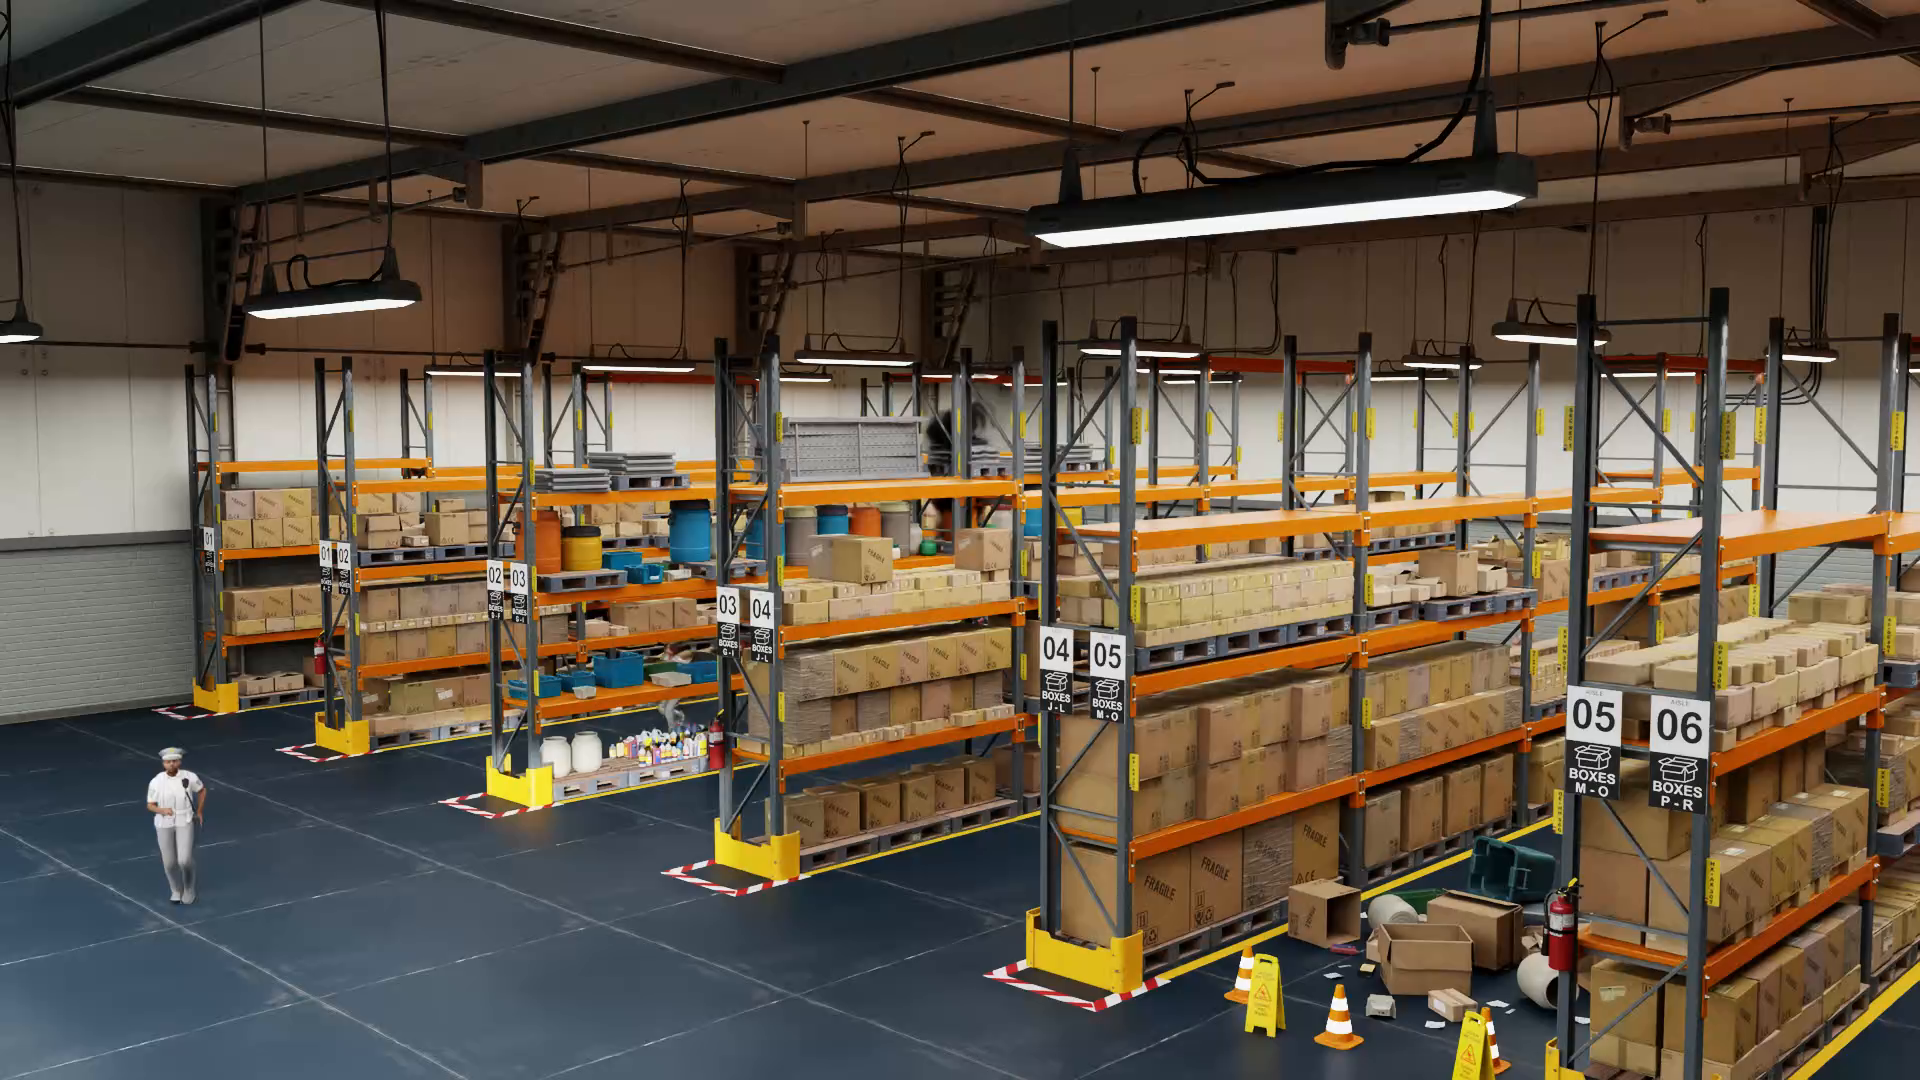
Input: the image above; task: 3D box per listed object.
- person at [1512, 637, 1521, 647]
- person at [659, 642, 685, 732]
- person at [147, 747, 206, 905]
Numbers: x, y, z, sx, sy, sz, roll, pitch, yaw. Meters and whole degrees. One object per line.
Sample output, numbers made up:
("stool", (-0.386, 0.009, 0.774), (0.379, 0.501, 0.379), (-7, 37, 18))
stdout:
("person", (8.398, 2.341, 25.116), (0.718, 1.761, 0.906), (3, 5, 36))
("person", (-4.520, 2.375, 26.298), (0.534, 1.553, 0.557), (3, 5, 32))
("person", (-8.179, 2.990, 17.362), (0.544, 1.680, 0.637), (-2, 5, -20))
